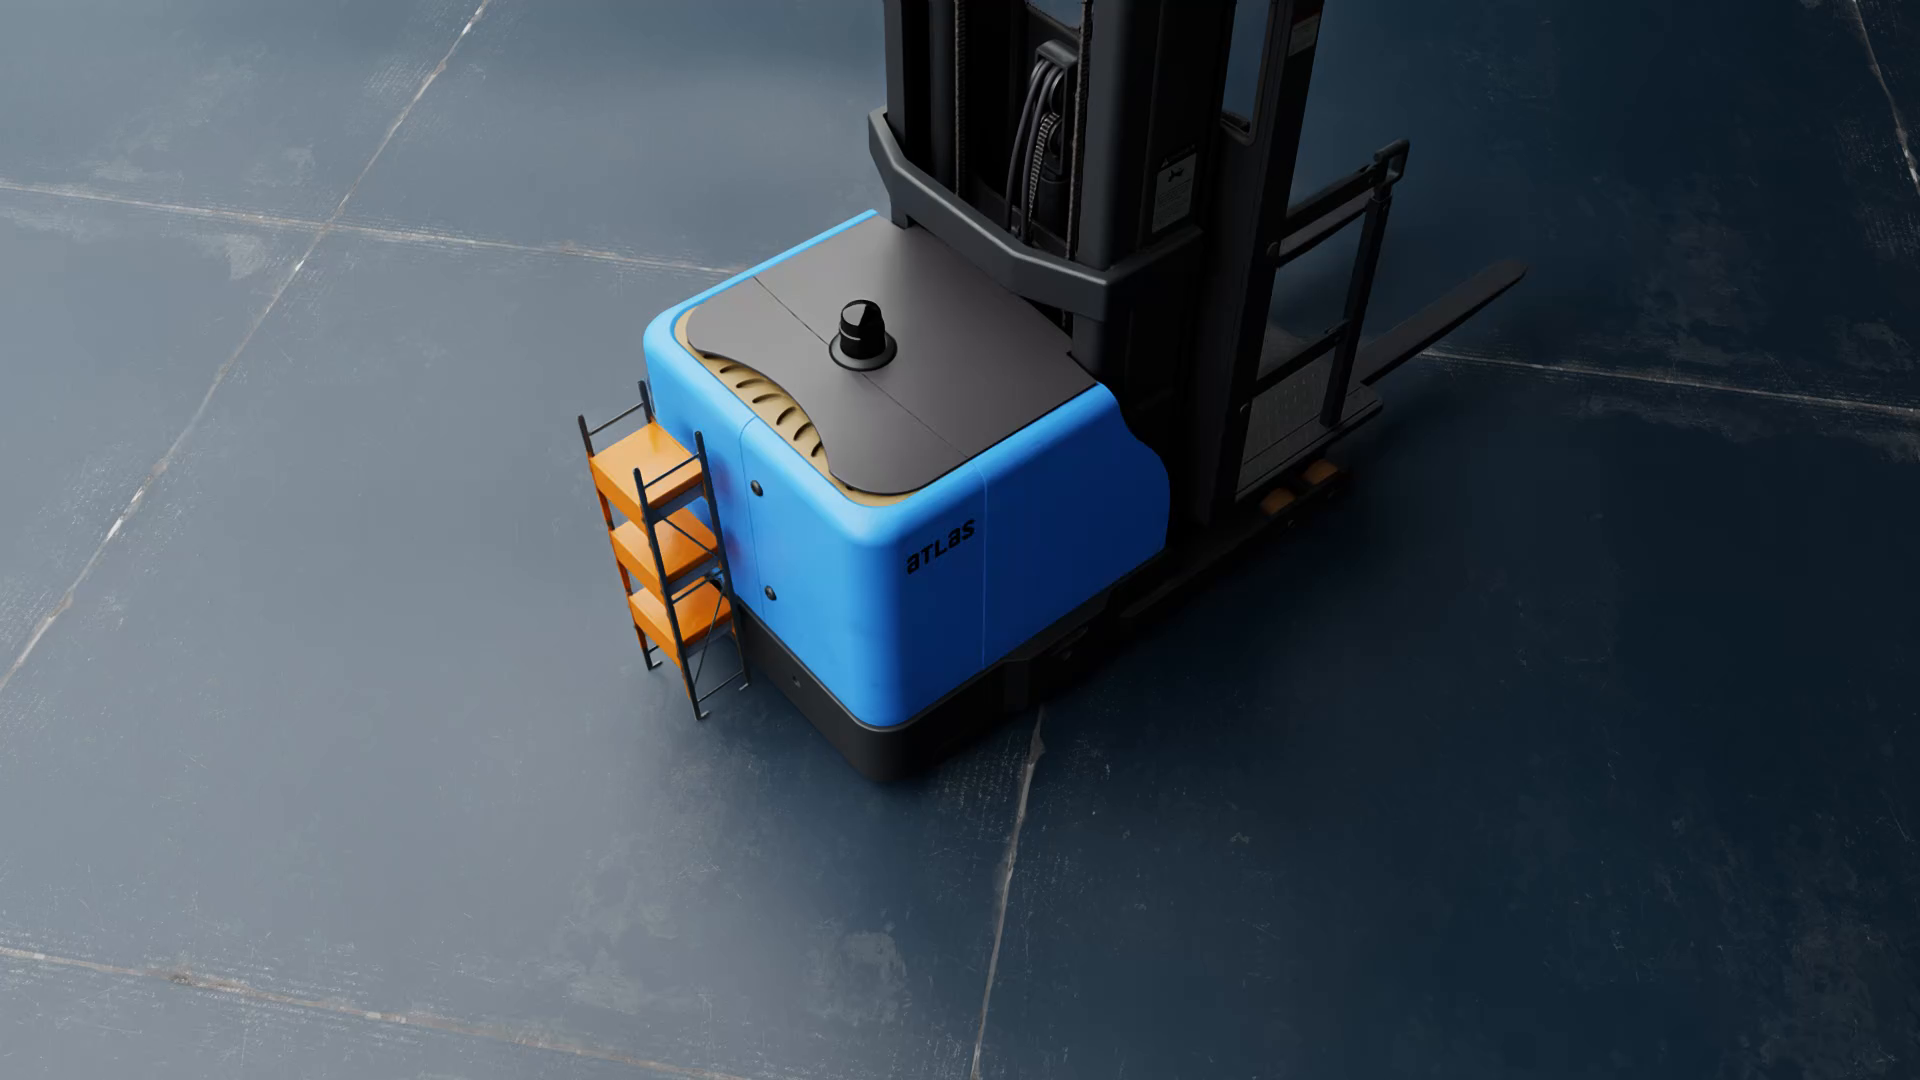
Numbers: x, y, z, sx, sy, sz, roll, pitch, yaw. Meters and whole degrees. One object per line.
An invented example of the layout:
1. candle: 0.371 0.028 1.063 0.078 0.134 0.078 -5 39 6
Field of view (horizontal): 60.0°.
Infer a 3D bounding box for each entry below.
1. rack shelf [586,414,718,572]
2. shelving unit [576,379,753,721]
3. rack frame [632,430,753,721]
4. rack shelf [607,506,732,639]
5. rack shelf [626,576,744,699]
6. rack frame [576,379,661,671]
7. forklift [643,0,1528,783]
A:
1. rack shelf: -0.785 -0.121 4.281 0.215 0.259 0.240 -35 57 -25
2. shelving unit: -0.778 0.058 4.488 0.215 1.050 0.252 -35 57 -25
3. rack frame: -0.697 0.125 4.426 0.200 1.050 0.008 -35 57 -25
4. rack shelf: -0.778 0.065 4.496 0.215 0.259 0.240 -35 57 -25
5. rack shelf: -0.771 0.246 4.706 0.215 0.259 0.240 -35 57 -25
6. rack frame: -0.859 -0.010 4.549 0.200 1.050 0.008 -35 57 -25
7. forklift: 0.612 -1.255 4.408 3.031 2.935 1.130 -32 55 -25
